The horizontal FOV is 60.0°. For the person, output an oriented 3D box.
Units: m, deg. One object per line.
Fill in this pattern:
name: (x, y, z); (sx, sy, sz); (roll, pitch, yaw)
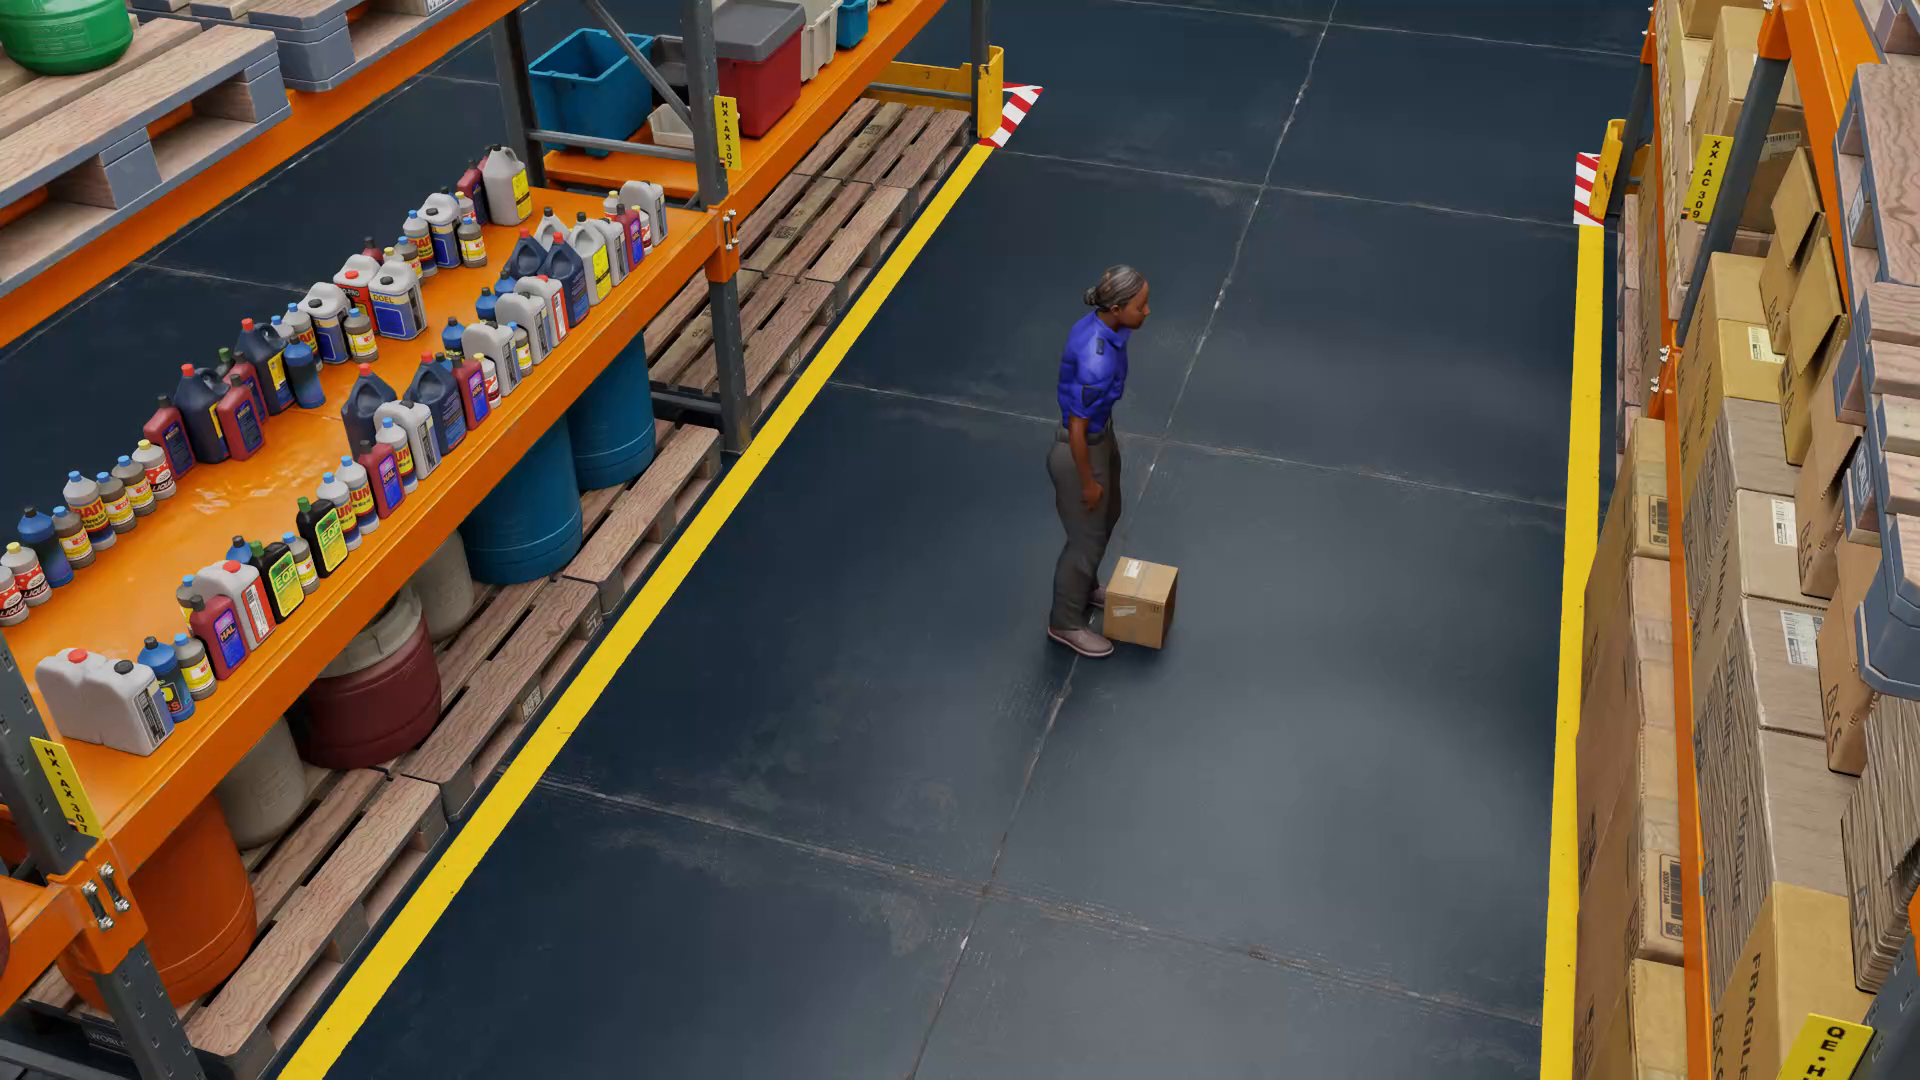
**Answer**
person: (0.530, -0.333, 6.593); (0.352, 1.654, 0.530); (8, 38, 11)
